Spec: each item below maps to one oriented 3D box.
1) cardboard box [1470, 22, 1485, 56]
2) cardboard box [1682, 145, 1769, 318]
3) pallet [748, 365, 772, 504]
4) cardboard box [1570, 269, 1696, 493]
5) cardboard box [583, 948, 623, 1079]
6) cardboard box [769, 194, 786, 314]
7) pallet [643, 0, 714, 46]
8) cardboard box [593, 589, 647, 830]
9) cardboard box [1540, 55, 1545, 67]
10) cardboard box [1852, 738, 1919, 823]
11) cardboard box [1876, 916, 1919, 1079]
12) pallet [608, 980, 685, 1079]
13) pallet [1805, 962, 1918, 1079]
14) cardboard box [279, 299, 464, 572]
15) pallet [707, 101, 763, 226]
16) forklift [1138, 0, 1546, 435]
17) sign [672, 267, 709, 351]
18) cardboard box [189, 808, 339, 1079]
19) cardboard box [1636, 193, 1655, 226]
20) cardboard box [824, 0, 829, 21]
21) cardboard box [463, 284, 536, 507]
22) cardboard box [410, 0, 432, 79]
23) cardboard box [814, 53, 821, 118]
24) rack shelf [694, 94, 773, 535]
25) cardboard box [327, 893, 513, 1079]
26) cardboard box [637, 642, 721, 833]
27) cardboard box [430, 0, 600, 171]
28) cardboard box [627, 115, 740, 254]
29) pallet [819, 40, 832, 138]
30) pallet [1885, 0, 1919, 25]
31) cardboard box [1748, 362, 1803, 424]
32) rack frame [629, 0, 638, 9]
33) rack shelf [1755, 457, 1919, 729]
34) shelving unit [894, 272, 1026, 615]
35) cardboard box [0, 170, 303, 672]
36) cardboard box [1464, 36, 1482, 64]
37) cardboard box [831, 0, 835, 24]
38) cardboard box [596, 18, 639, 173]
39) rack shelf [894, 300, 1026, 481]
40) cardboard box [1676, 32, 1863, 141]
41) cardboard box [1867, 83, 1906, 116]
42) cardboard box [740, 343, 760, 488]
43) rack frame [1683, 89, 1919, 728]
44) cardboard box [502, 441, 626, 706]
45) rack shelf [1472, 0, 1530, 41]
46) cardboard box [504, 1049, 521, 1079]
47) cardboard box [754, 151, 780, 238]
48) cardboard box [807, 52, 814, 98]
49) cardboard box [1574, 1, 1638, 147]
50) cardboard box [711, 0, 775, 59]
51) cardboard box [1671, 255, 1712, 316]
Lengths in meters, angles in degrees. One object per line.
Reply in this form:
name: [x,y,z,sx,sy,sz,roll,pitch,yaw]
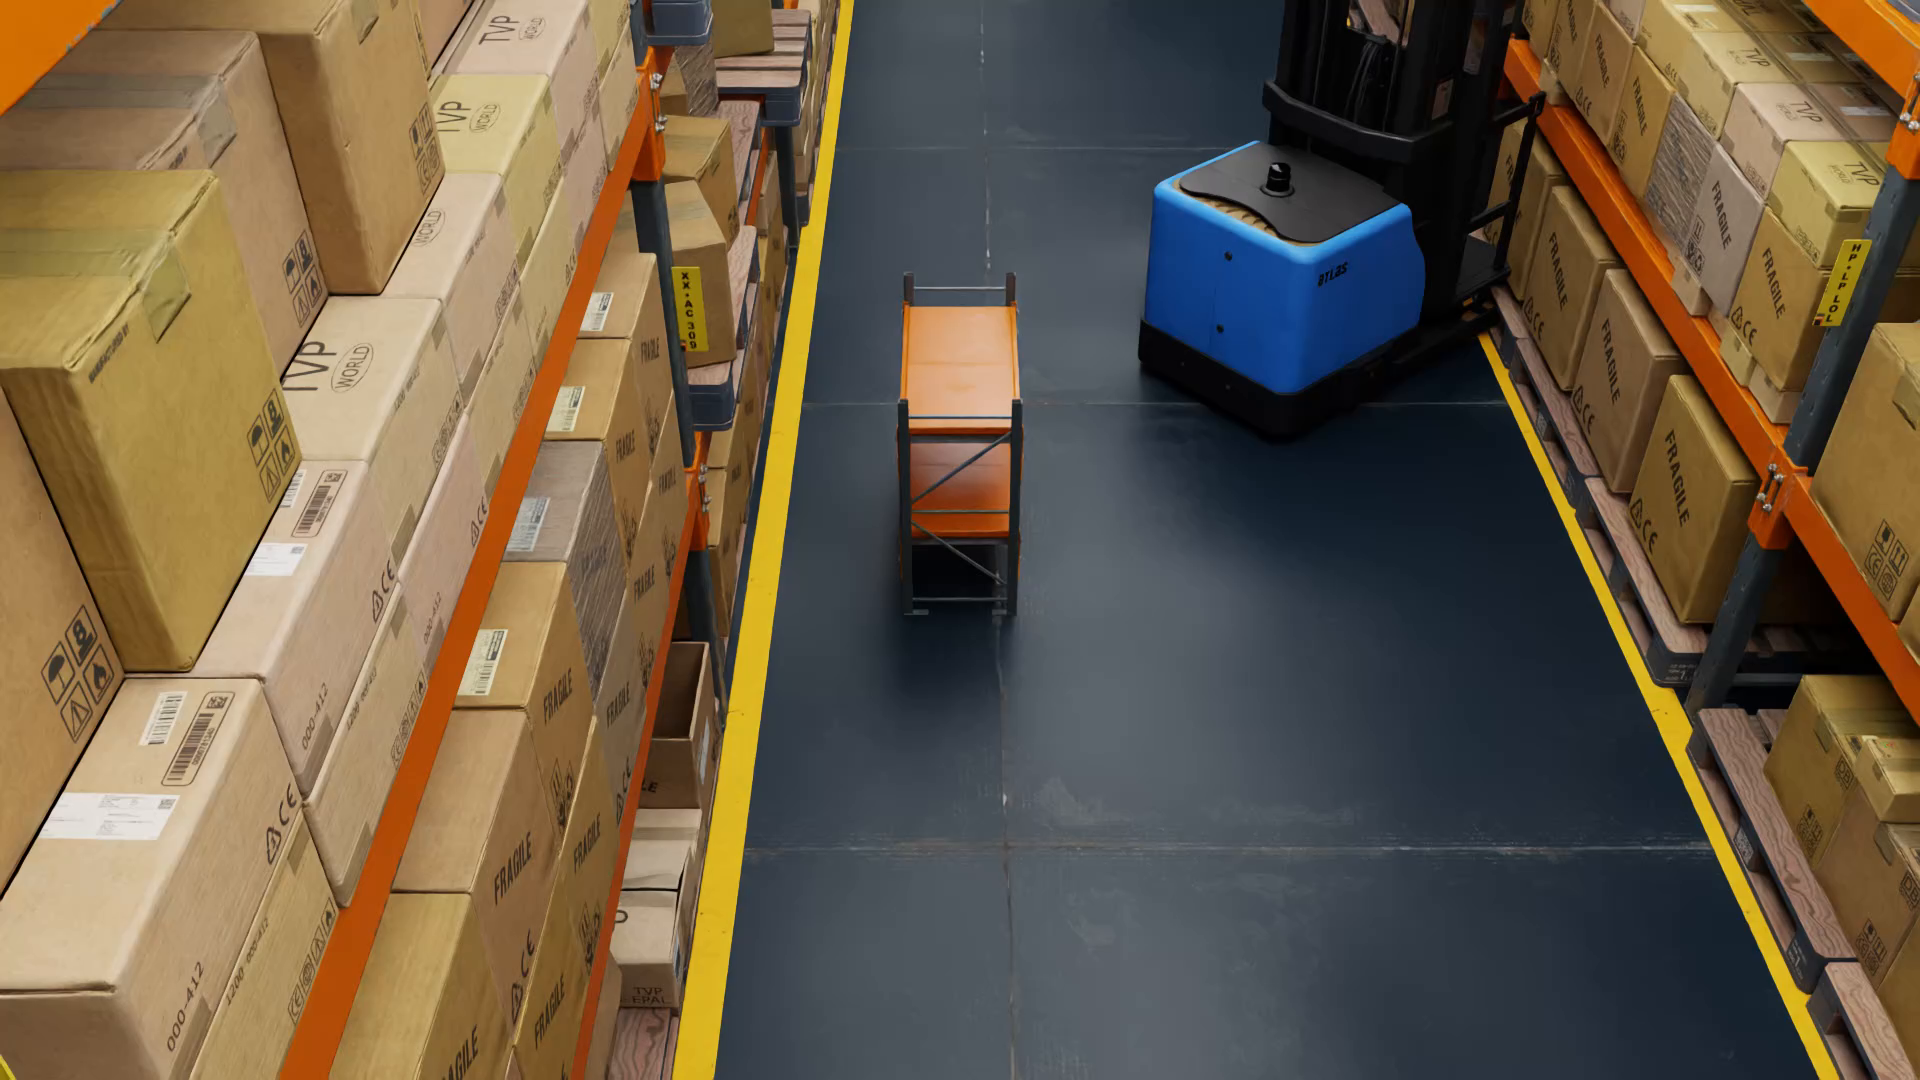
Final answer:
cardboard box: [3.499,-3.239,10.441,0.500,0.250,0.500,1,39,1]
cardboard box: [3.231,-1.213,6.531,0.500,0.500,0.500,0,39,0]
pallet: [-1.502,-0.622,8.357,1.003,0.211,1.213,0,39,0]
cardboard box: [3.360,-0.730,7.645,0.750,0.750,0.750,1,39,1]
cardboard box: [-1.452,1.541,5.073,0.797,0.503,0.637,0,39,0]
cardboard box: [-1.228,-1.549,8.932,0.500,0.500,0.500,1,39,2]
pallet: [-1.390,-1.942,5.526,1.213,0.211,1.003,0,39,0]
cardboard box: [-1.197,0.481,4.672,0.500,0.500,0.500,1,39,1]
cardboard box: [3.250,-2.490,8.643,0.380,0.149,0.250,0,39,1]
cardboard box: [3.211,0.798,5.500,0.380,0.149,0.250,1,39,1]
cardboard box: [3.388,1.472,5.178,0.700,0.500,0.500,1,39,1]
pallet: [-1.455,1.846,5.278,1.003,0.211,1.213,0,39,0]
pallet: [3.421,1.886,5.228,1.003,0.211,1.213,0,39,0]
cardboard box: [-1.196,-0.189,2.909,0.500,0.250,0.500,0,39,0]
pallet: [-1.457,-1.647,7.560,1.003,0.211,1.213,0,39,0]
forklift: [2.389,-2.452,8.466,3.031,2.935,1.130,-29,47,-31]
sign: [-0.917,-0.780,5.632,0.100,0.325,0.005,0,39,0]
cardboard box: [-1.201,0.631,2.285,0.500,0.250,0.500,0,39,0]
cardboard box: [3.264,-1.524,7.438,0.380,0.149,0.250,1,39,1]
cardboard box: [-1.176,-3.859,11.581,0.500,0.311,0.500,0,39,0]
cardboard box: [-1.198,-0.307,3.455,0.500,0.250,0.500,0,39,0]
cardboard box: [-1.555,-1.107,3.454,0.700,0.500,0.500,0,39,0]
cardboard box: [-1.179,-2.996,10.953,0.500,0.250,0.500,-1,39,-1]
rack shelf: [-1.462,-1.406,7.682,1.077,0.370,4.000,0,39,0]
cardboard box: [-1.200,1.031,3.185,0.500,0.500,0.500,0,39,0]
cardboard box: [-1.175,0.723,6.096,0.500,0.500,0.500,0,39,0]
cardboard box: [-1.190,-1.127,4.079,0.500,0.250,0.500,0,39,0]
cardboard box: [-1.300,-1.366,6.640,0.700,0.500,0.500,6,39,7]
pallet: [-1.424,-3.126,11.481,1.003,0.211,1.213,0,39,0]
pallet: [3.444,-2.112,5.741,0.805,0.209,1.217,-1,39,-2]
cardboard box: [3.211,-0.563,6.239,0.380,0.149,0.250,0,39,0]
rack frame: [-1.459,-2.778,4.020,1.000,3.000,0.127,0,39,0]
rack shelf: [3.497,1.089,4.568,1.077,0.370,4.000,0,39,0]
shelving unit: [0.000,-0.435,7.393,0.538,1.125,1.048,0,39,0]
cardboard box: [-1.388,-0.169,2.284,0.700,0.500,0.500,0,39,0]
cardboard box: [3.552,-2.912,10.633,0.700,0.500,0.500,0,39,0]
cardboard box: [-1.179,-3.955,12.149,0.500,0.250,0.500,-1,39,-1]
cardboard box: [-1.193,-1.245,4.626,0.500,0.250,0.500,0,39,0]
rack shelf: [0.000,-0.663,7.210,0.538,0.278,1.000,0,39,0]
cardboard box: [3.246,-1.829,6.700,0.500,0.250,0.500,1,39,1]
cardboard box: [3.747,-1.513,6.306,0.500,0.250,0.500,0,39,0]
cardboard box: [-1.221,-0.581,7.724,0.500,0.500,0.500,0,39,0]
rack frame: [3.494,-0.442,5.903,1.000,3.000,0.127,0,39,0]
cardboard box: [-1.196,0.086,4.365,0.500,0.500,0.500,0,39,0]
rack shelf: [3.487,-3.914,10.810,1.077,0.370,4.000,0,39,0]
cardboard box: [-1.198,1.426,3.492,0.500,0.500,0.500,0,39,0]
cardboard box: [-1.224,-1.807,8.653,0.500,0.250,0.500,1,39,2]
cardboard box: [-1.180,-2.904,10.389,0.500,0.311,0.500,-1,39,-1]
cardboard box: [3.225,-2.165,7.719,0.500,0.500,0.500,0,39,0]
cardboard box: [-1.351,-2.747,8.363,0.700,0.500,0.500,-12,40,-15]
cardboard box: [3.173,-1.048,6.844,0.380,0.149,0.250,0,39,0]
